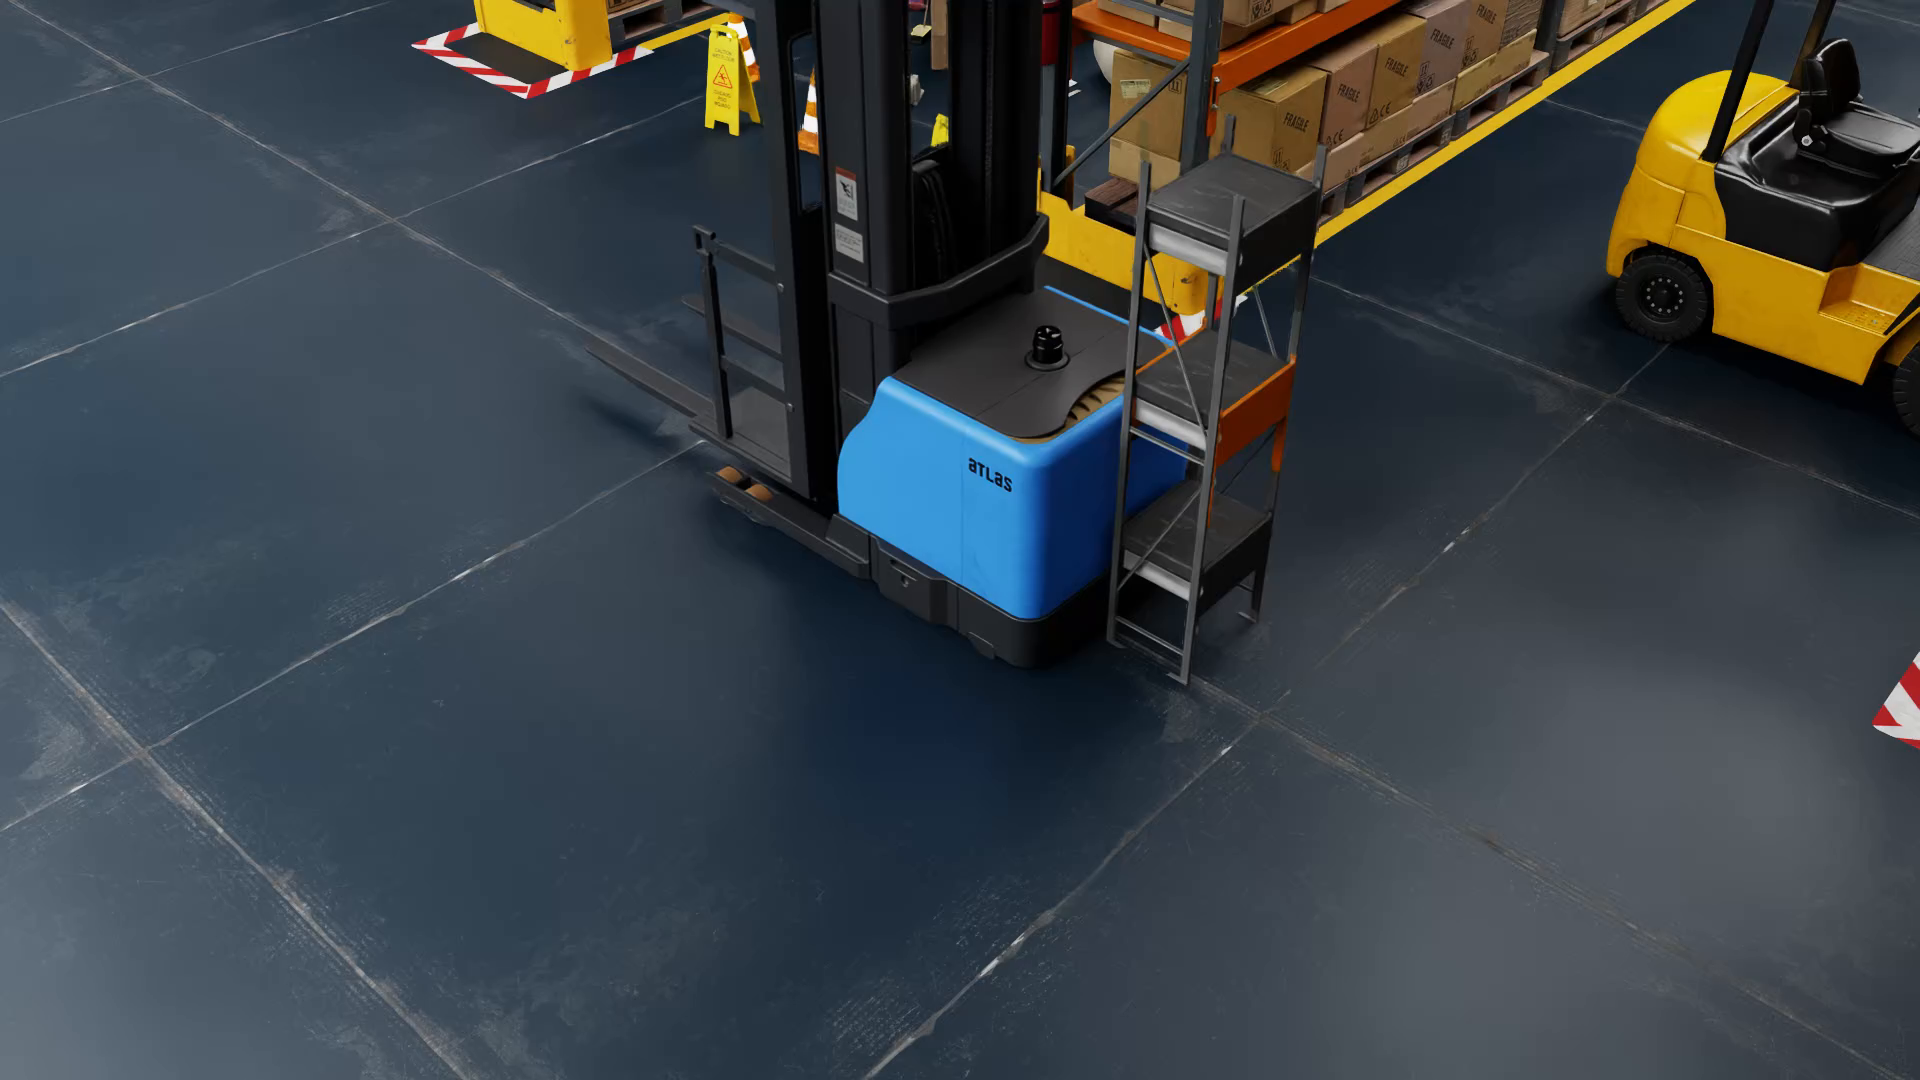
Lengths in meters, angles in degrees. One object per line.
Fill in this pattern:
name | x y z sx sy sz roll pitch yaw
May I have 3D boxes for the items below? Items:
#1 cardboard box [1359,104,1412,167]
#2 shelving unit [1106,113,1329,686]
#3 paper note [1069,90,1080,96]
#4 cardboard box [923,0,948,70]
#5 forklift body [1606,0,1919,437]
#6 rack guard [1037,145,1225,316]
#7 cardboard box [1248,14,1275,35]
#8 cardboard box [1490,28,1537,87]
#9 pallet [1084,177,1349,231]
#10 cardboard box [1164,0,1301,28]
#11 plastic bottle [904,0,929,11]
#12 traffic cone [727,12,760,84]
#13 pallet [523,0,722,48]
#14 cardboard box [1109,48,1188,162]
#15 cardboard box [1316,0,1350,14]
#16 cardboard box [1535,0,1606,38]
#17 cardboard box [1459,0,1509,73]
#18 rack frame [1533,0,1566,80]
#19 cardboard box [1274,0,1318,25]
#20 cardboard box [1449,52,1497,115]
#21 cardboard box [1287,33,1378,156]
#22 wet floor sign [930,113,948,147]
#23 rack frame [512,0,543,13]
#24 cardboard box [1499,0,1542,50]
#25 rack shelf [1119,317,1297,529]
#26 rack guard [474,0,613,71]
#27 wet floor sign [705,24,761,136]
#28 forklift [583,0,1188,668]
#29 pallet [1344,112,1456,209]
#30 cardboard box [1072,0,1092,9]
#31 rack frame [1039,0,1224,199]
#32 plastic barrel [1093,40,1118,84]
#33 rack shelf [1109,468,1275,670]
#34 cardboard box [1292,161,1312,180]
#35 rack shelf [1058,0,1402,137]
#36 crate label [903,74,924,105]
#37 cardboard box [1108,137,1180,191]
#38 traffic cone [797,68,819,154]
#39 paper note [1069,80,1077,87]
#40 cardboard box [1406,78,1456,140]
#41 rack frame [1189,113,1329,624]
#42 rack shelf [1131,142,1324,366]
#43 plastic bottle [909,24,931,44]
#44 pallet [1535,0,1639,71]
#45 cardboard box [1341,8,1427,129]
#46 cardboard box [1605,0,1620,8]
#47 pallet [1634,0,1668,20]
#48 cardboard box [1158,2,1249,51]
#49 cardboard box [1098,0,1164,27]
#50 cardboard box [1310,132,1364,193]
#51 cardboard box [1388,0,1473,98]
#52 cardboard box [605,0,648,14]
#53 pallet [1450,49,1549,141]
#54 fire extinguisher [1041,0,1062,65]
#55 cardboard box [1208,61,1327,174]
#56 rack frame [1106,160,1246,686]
cardboard box | 2.295 -2.455 9.799 0.500 0.250 0.500 -31 48 -33
shelving unit | 0.907 -0.448 6.126 0.431 2.100 0.503 29 47 31
paper note | 0.744 -2.941 10.941 0.032 0.001 0.123 30 47 32
cardboard box | 0.154 -3.518 11.270 0.797 0.503 0.637 2 39 2
forklift body | 4.437 -1.847 7.845 2.313 2.155 1.214 30 47 32
rack guard | 0.889 -1.681 8.963 1.175 0.500 0.348 30 47 32
cardboard box | 1.379 -2.718 8.459 0.380 0.149 0.250 30 48 32
cardboard box | 3.336 -3.166 10.693 0.500 0.250 0.500 -32 48 -34
pallet | 1.463 -1.927 9.503 1.003 0.211 1.213 30 47 32
cardboard box | 1.362 -2.882 8.144 0.500 0.500 0.500 29 47 31
plastic bottle | -0.350 -3.920 12.130 0.283 0.061 0.133 14 41 17
traffic cone | -1.478 -3.312 11.043 0.336 0.463 0.334 30 47 32
pallet | -2.403 -3.966 12.068 1.003 0.211 1.213 30 47 32
cardboard box | 1.186 -2.484 9.233 0.500 0.500 0.500 30 47 32
cardboard box | 1.823 -2.903 8.692 0.380 0.149 0.250 30 48 32
cardboard box | 3.888 -3.840 11.443 0.950 0.372 0.625 30 47 32
cardboard box | 2.993 -3.225 10.165 0.500 0.500 0.500 31 48 33
rack frame | 3.536 -4.462 10.452 1.000 3.000 0.127 30 47 32
cardboard box | 1.618 -2.805 8.570 0.380 0.149 0.250 28 46 31
cardboard box | 2.984 -2.917 10.381 0.500 0.250 0.500 28 46 31
cardboard box | 1.951 -2.514 9.271 0.500 0.500 0.500 28 46 30
wet floor sign | -0.080 -2.065 9.329 0.232 0.644 0.267 -18 42 -21
rack frame | -2.884 -4.657 10.696 1.000 3.000 0.127 30 47 32
cardboard box | 3.335 -3.460 10.460 0.500 0.500 0.500 29 47 31
rack shelf | 0.907 -0.437 6.135 0.431 0.518 0.480 29 47 31
rack guard | -2.901 -3.667 11.460 1.175 0.500 0.348 30 47 32
wet floor sign | -1.442 -2.891 10.367 0.267 0.644 0.232 22 43 25
forklift | -0.491 -1.440 6.706 3.031 2.935 1.130 30 47 32
pallet | 2.286 -2.485 10.205 1.003 0.211 1.213 30 47 32
cardboard box | 0.779 -4.004 11.772 0.797 0.637 0.503 30 47 32
rack frame | 0.838 -2.625 8.141 1.000 3.000 0.127 30 47 32
plastic barrel | 1.114 -3.201 10.936 0.421 0.421 0.512 -5 39 -6
rack shelf | 0.907 0.111 6.570 0.431 0.518 0.480 29 47 31
cardboard box | 1.586 -1.967 9.186 0.500 0.250 0.500 29 47 32
rack shelf | 2.187 -3.262 9.520 1.077 0.370 4.000 30 47 32
crate label | -0.389 -2.941 10.838 0.250 0.136 0.298 8 39 10
cardboard box | 1.201 -2.208 9.489 0.500 0.250 0.500 29 47 32
traffic cone | -0.873 -2.681 10.250 0.336 0.463 0.334 30 47 32
paper note | 0.690 -3.056 11.077 0.142 0.019 0.148 -18 42 -21
cardboard box | 2.637 -2.686 10.089 0.500 0.250 0.500 30 48 32
rack frame | 1.069 -0.562 6.269 0.400 2.100 0.015 29 47 31
rack shelf | 0.907 -0.985 5.699 0.431 0.518 0.480 29 47 31
plastic bottle | -0.273 -3.568 11.688 0.133 0.061 0.283 14 41 17
pallet | 4.060 -3.729 11.770 1.003 0.211 1.213 30 47 32
cardboard box | 2.296 -2.741 9.556 0.500 0.500 0.500 31 48 33
cardboard box | 4.371 -4.172 11.861 0.625 0.372 0.950 -31 48 -33
pallet | 4.883 -4.292 12.479 1.003 0.211 1.213 30 47 32
cardboard box | 1.220 -2.596 8.306 0.380 0.149 0.250 30 47 32
cardboard box | 0.932 -2.788 8.548 0.380 0.149 0.250 31 48 33
cardboard box | 1.936 -2.199 9.477 0.500 0.250 0.500 31 48 33
cardboard box | 2.650 -2.990 9.870 0.500 0.500 0.500 -31 48 -33
cardboard box | -2.476 -4.329 11.654 0.875 0.875 0.875 30 47 32
pallet | 3.109 -3.048 10.913 1.003 0.211 1.213 30 47 32
fire extinguisher | 0.420 -2.735 8.342 0.296 0.674 0.183 30 47 32
cardboard box | 1.602 -2.272 8.967 0.500 0.500 0.500 28 46 31
rack frame | 0.745 -0.334 5.983 0.400 2.100 0.015 29 47 31
